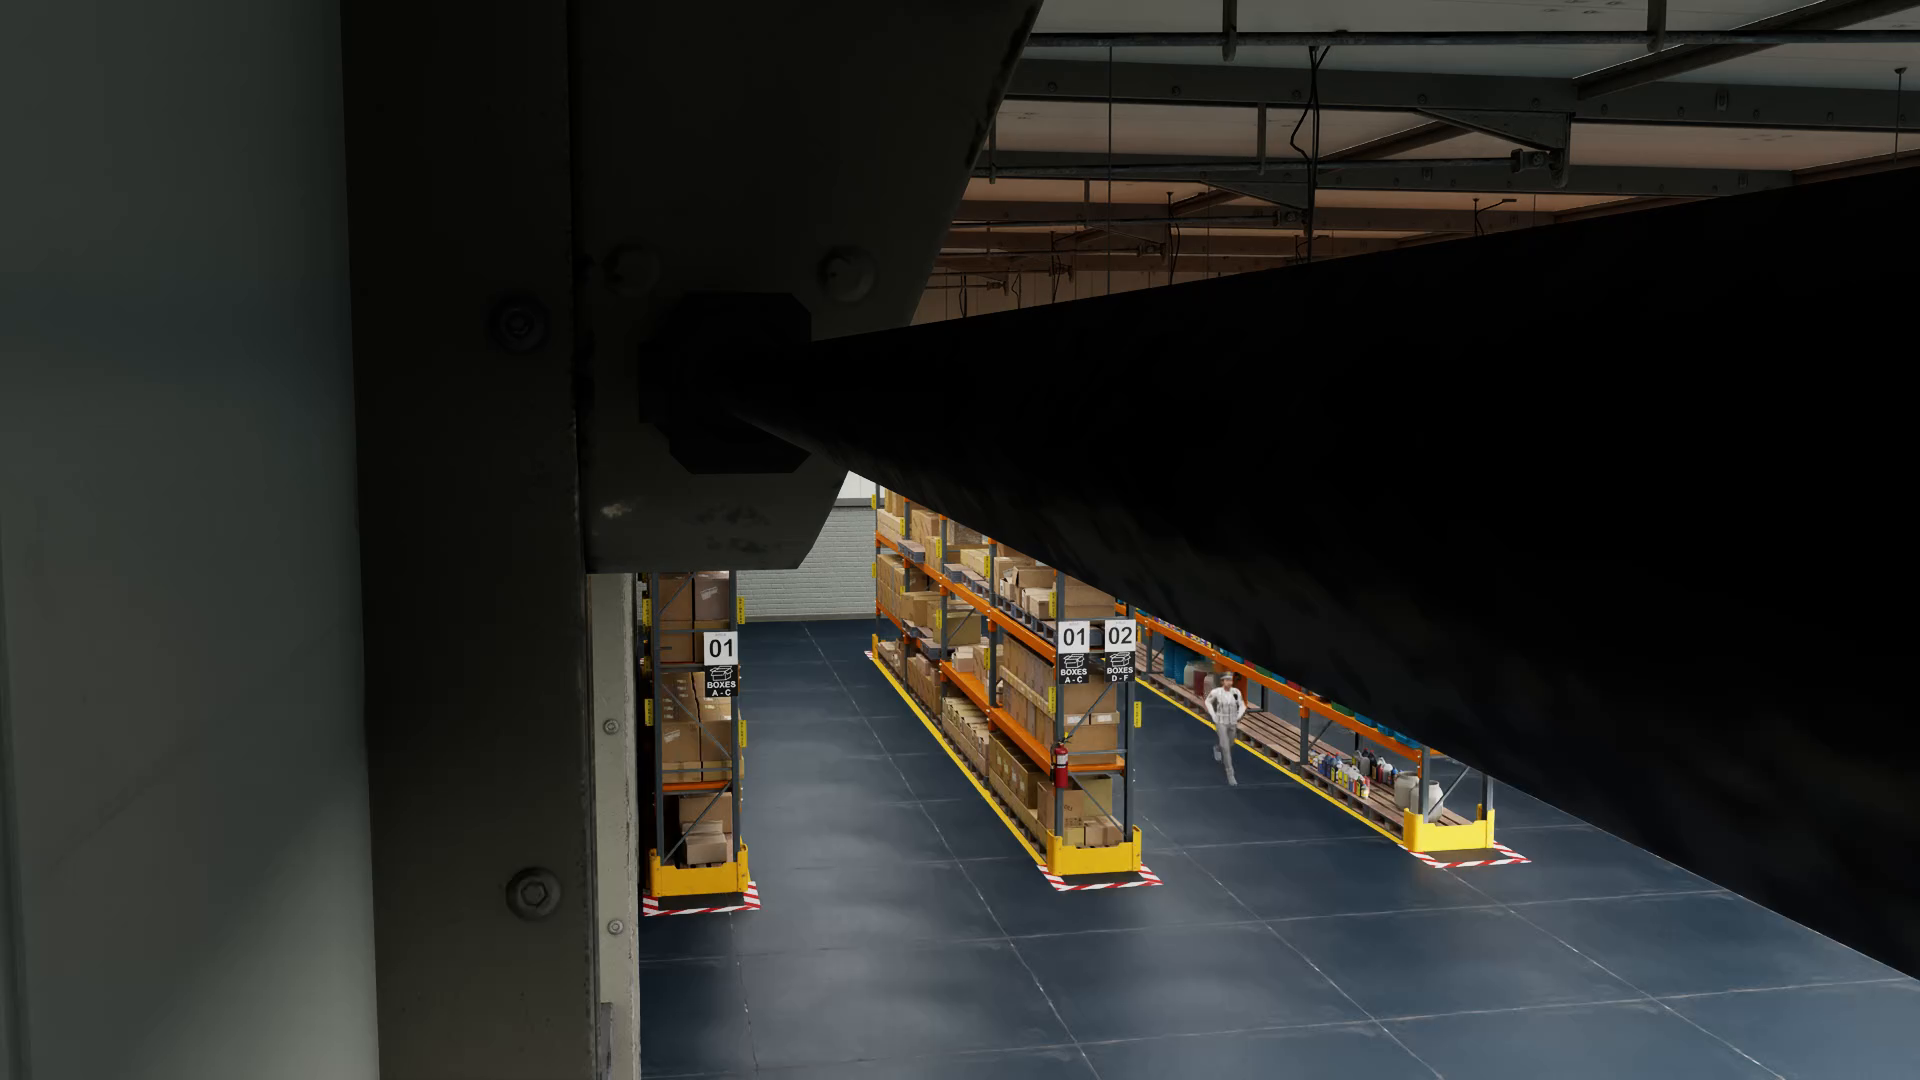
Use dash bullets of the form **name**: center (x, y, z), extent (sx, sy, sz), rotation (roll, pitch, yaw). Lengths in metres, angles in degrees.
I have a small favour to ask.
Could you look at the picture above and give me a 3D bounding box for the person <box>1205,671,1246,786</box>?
- **person**: center (4.139, 2.859, 25.815), extent (0.584, 1.702, 1.094), rotation (-1, 6, -14)
